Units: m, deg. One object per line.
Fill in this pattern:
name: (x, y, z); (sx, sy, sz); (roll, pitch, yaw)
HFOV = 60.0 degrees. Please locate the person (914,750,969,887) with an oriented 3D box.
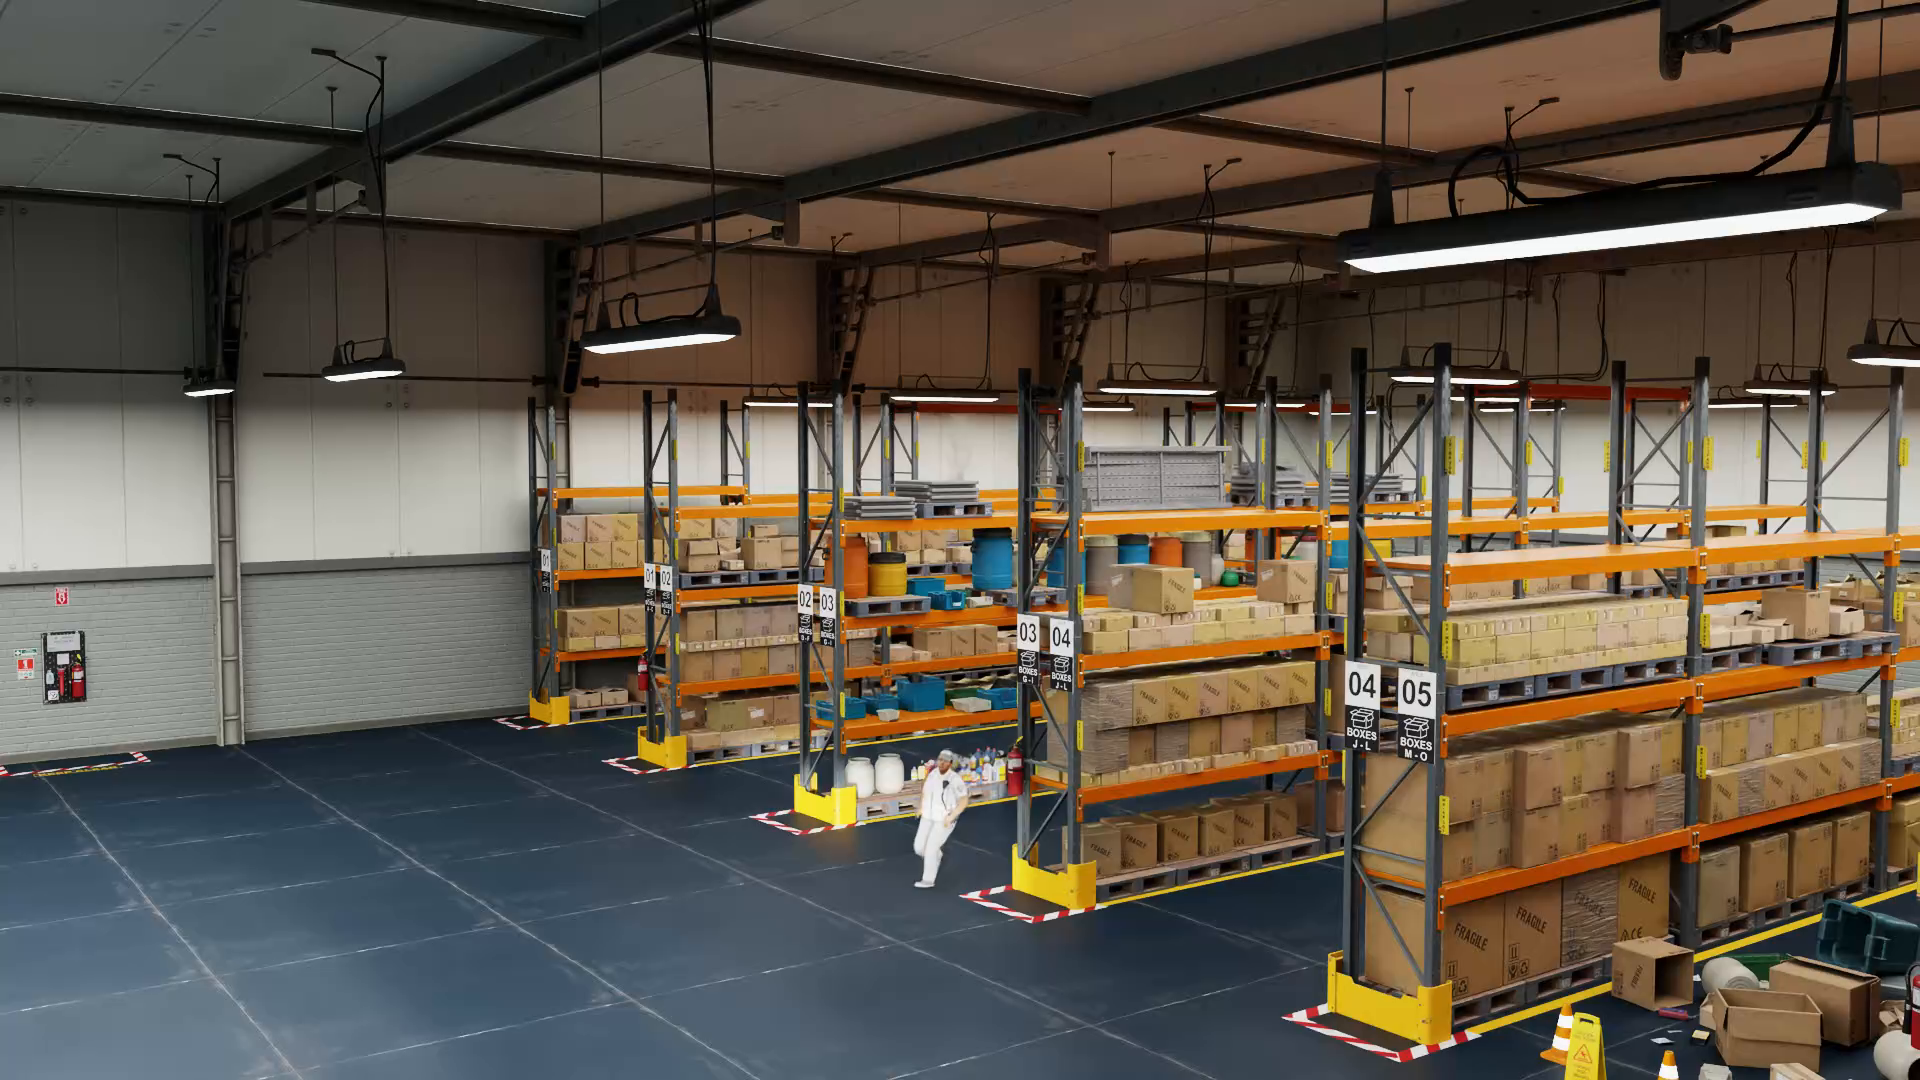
person: (-0.209, 3.227, 19.280); (0.664, 1.611, 0.600); (2, 4, 33)

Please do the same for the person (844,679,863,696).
person: (-2.127, 2.554, 30.580); (1.032, 1.676, 0.714); (-3, 4, -39)
